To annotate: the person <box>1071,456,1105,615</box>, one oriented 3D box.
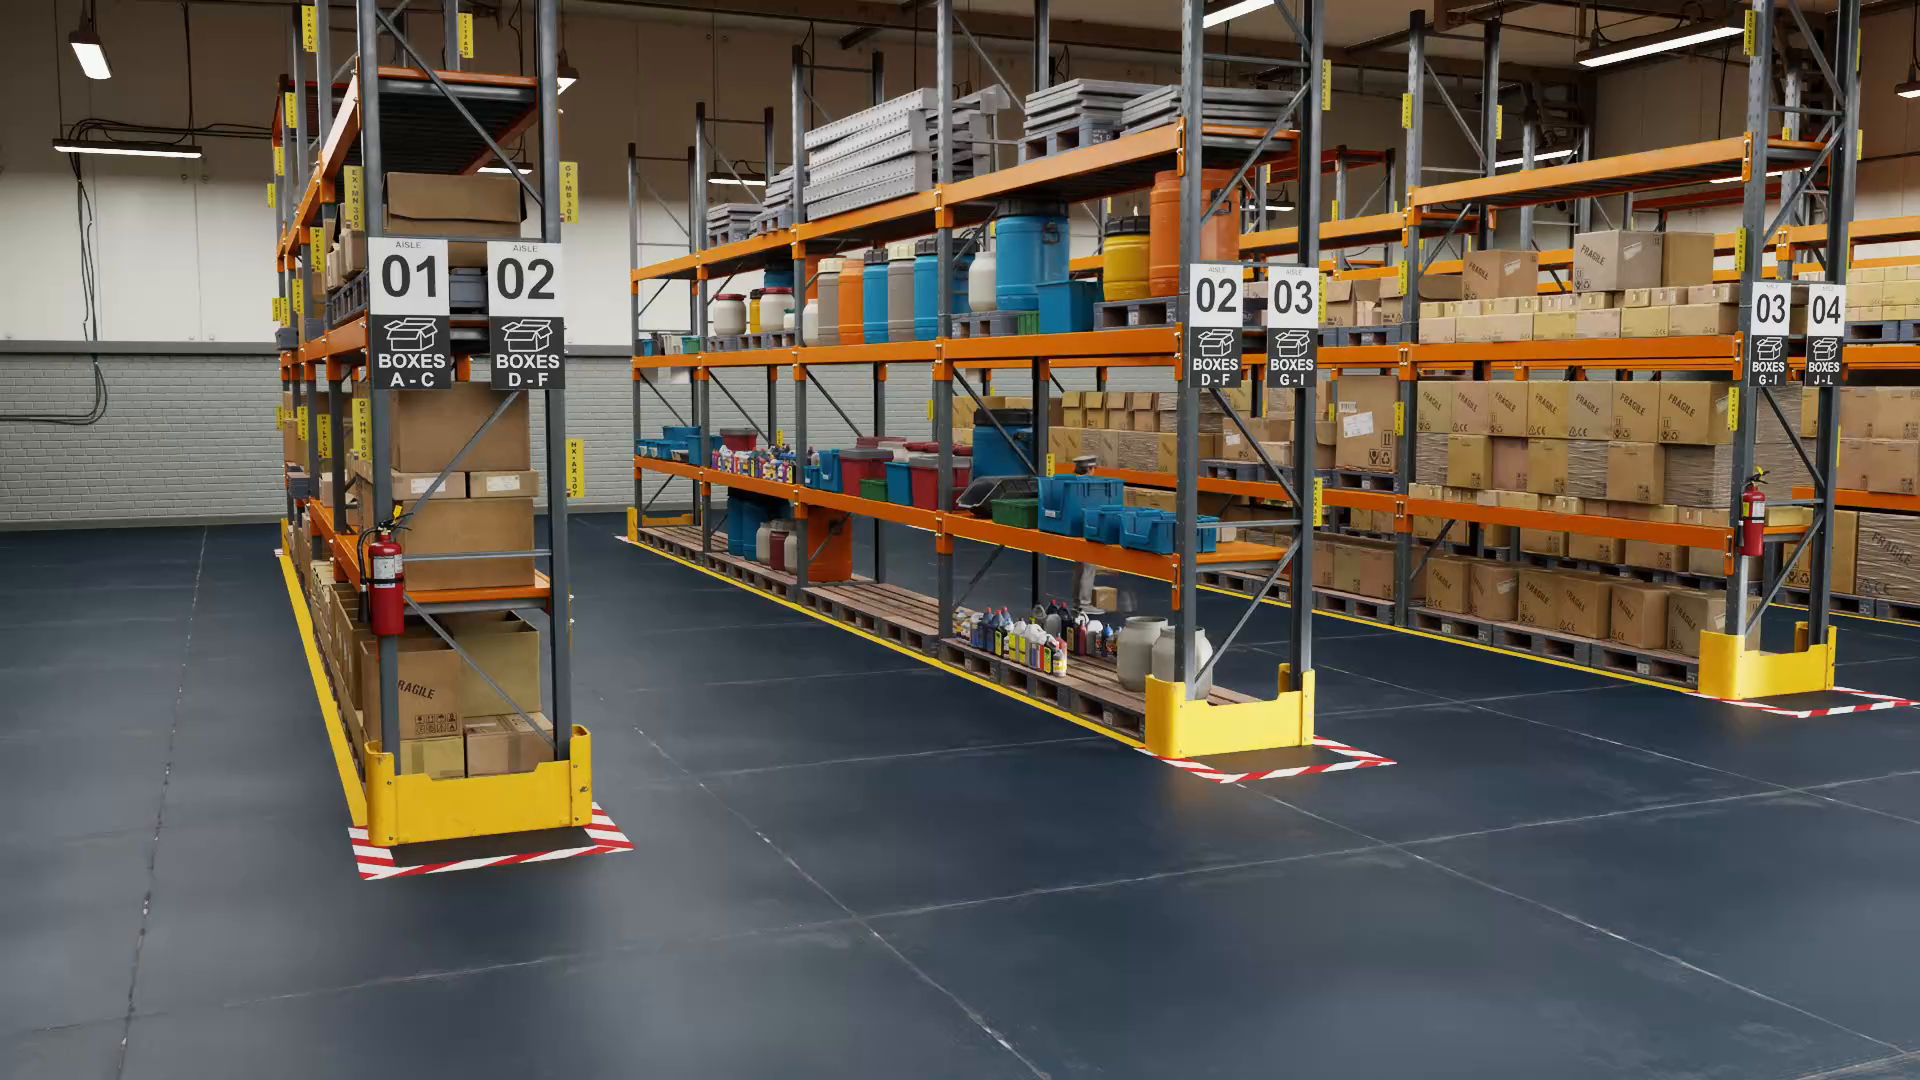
[{"bbox_3d":[1.304,-0.056,17.567,0.405,1.663,0.530,-2,6,-23],"label":"person"}]
